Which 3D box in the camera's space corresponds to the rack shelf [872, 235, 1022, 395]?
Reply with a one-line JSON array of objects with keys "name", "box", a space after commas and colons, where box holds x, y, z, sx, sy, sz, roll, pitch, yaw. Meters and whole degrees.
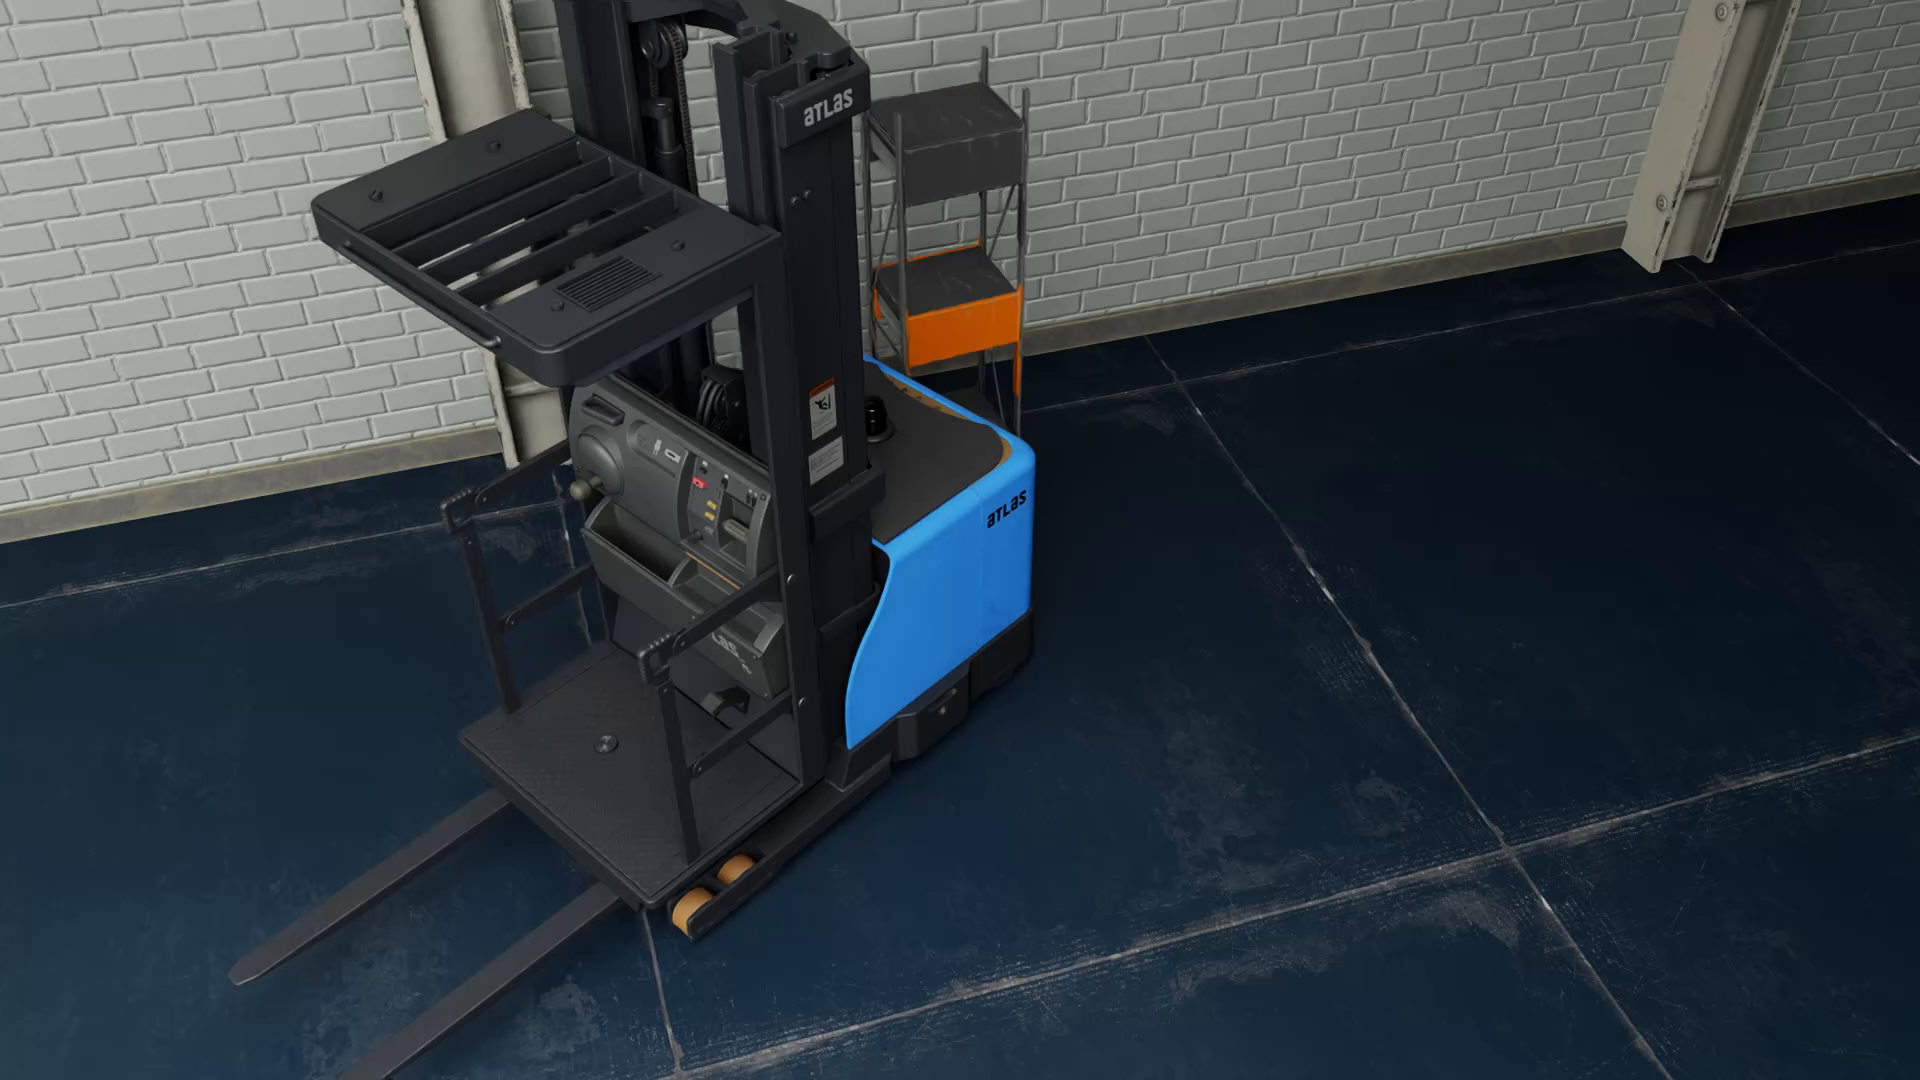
[{"name": "rack shelf", "box": [-0.061, -0.846, 6.643, 0.480, 0.518, 0.431, -15, 43, -17]}]

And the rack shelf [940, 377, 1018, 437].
[{"name": "rack shelf", "box": [-0.061, -0.319, 7.104, 0.480, 0.518, 0.431, -15, 43, -17]}]

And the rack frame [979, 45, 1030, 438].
[{"name": "rack frame", "box": [0.164, -0.919, 6.706, 0.015, 2.100, 0.400, -15, 43, -17]}]

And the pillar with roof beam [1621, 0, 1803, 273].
[{"name": "pillar with roof beam", "box": [5.126, -2.248, 2.983, 0.400, 9.000, 9.100, -12, 42, -13]}]

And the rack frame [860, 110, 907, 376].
[{"name": "rack frame", "box": [-0.286, -0.794, 6.563, 0.015, 2.100, 0.400, -15, 43, -17]}]

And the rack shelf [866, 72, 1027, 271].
[{"name": "rack shelf", "box": [-0.061, -1.373, 6.183, 0.480, 0.518, 0.431, -15, 43, -17]}]

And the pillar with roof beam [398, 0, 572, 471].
[{"name": "pillar with roof beam", "box": [-0.597, -1.062, 1.626, 0.400, 9.000, 9.100, -12, 42, -13]}]

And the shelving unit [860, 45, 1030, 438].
[{"name": "shelving unit", "box": [-0.061, -0.856, 6.634, 0.503, 2.100, 0.431, -15, 43, -17]}]

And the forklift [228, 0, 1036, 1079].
[{"name": "forklift", "box": [-1.075, -0.130, 5.171, 1.130, 2.935, 3.031, 31, 50, 31]}]
